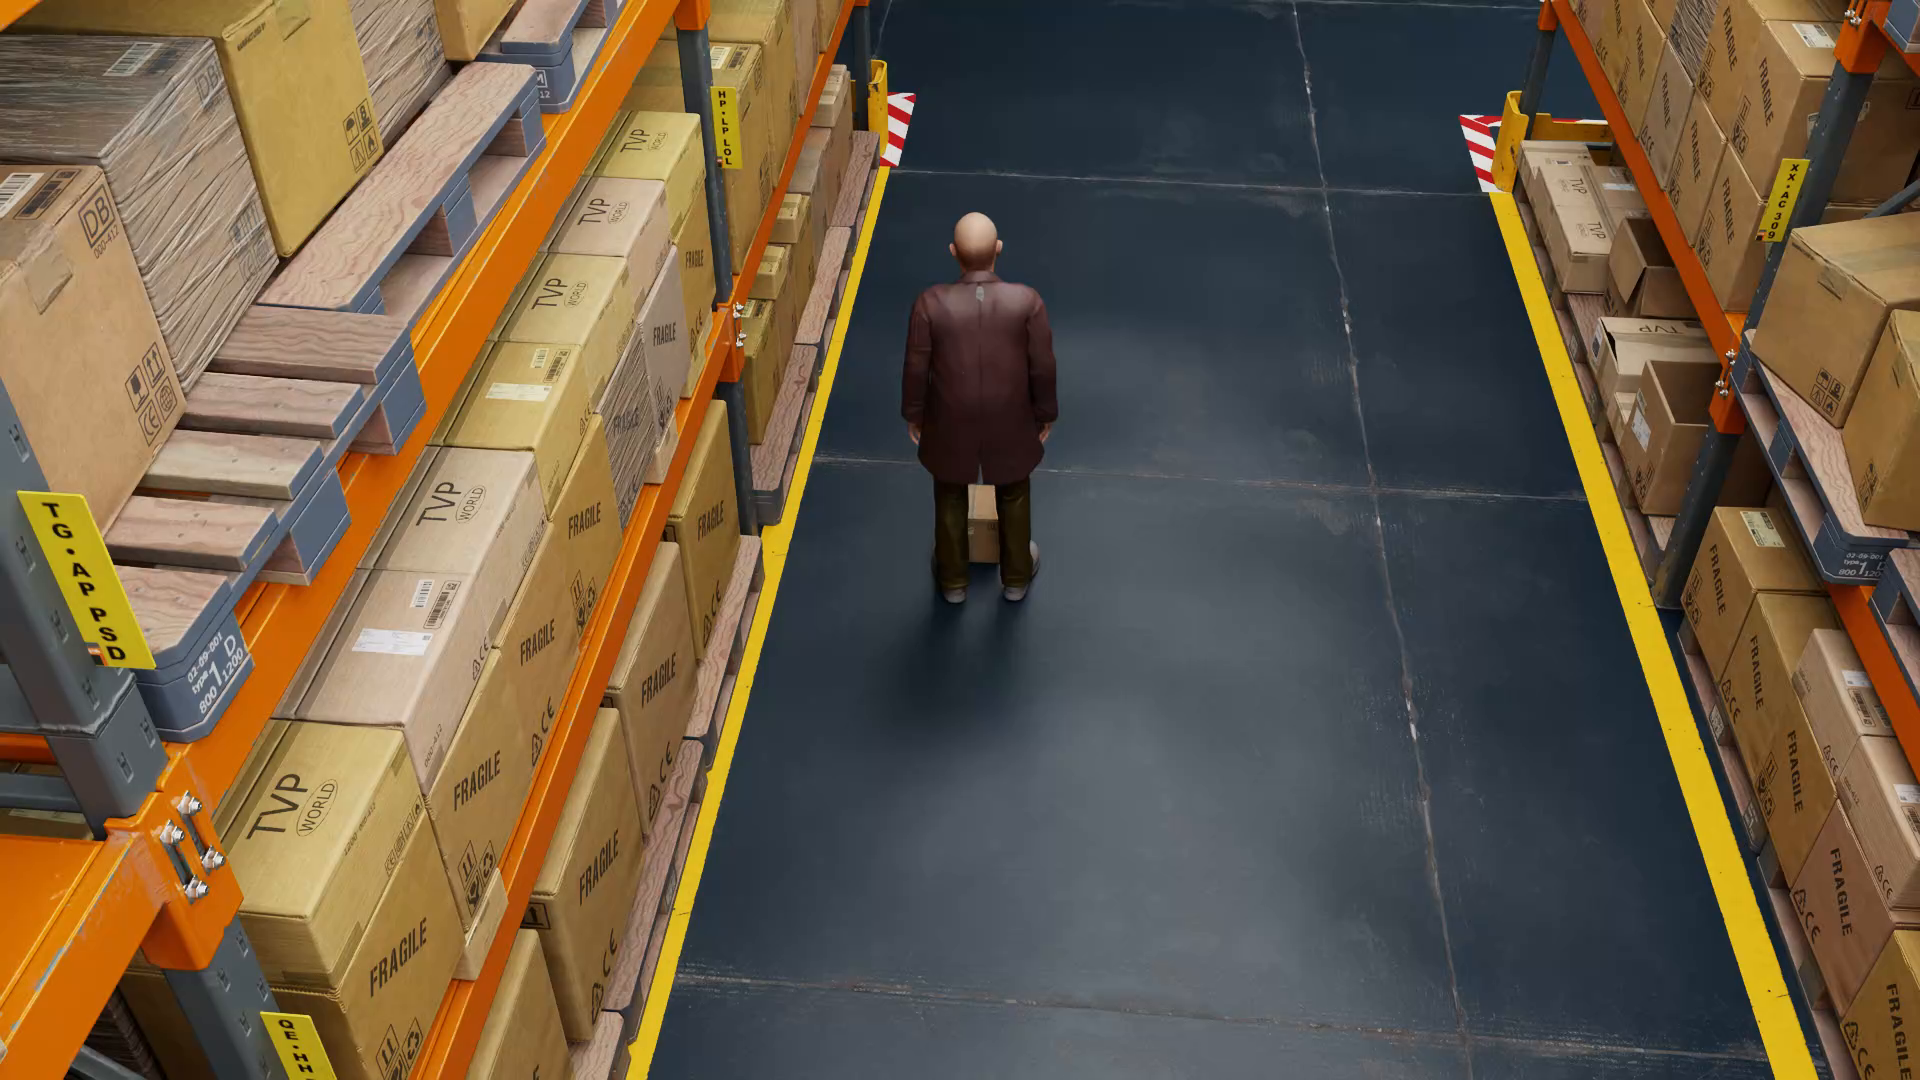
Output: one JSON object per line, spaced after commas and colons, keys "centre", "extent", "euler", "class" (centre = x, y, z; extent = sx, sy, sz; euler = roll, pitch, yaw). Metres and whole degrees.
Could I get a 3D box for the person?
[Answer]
{"centre": [0.081, -0.504, 6.778], "extent": [0.642, 1.773, 0.431], "euler": [0, 40, 0], "class": "person"}
